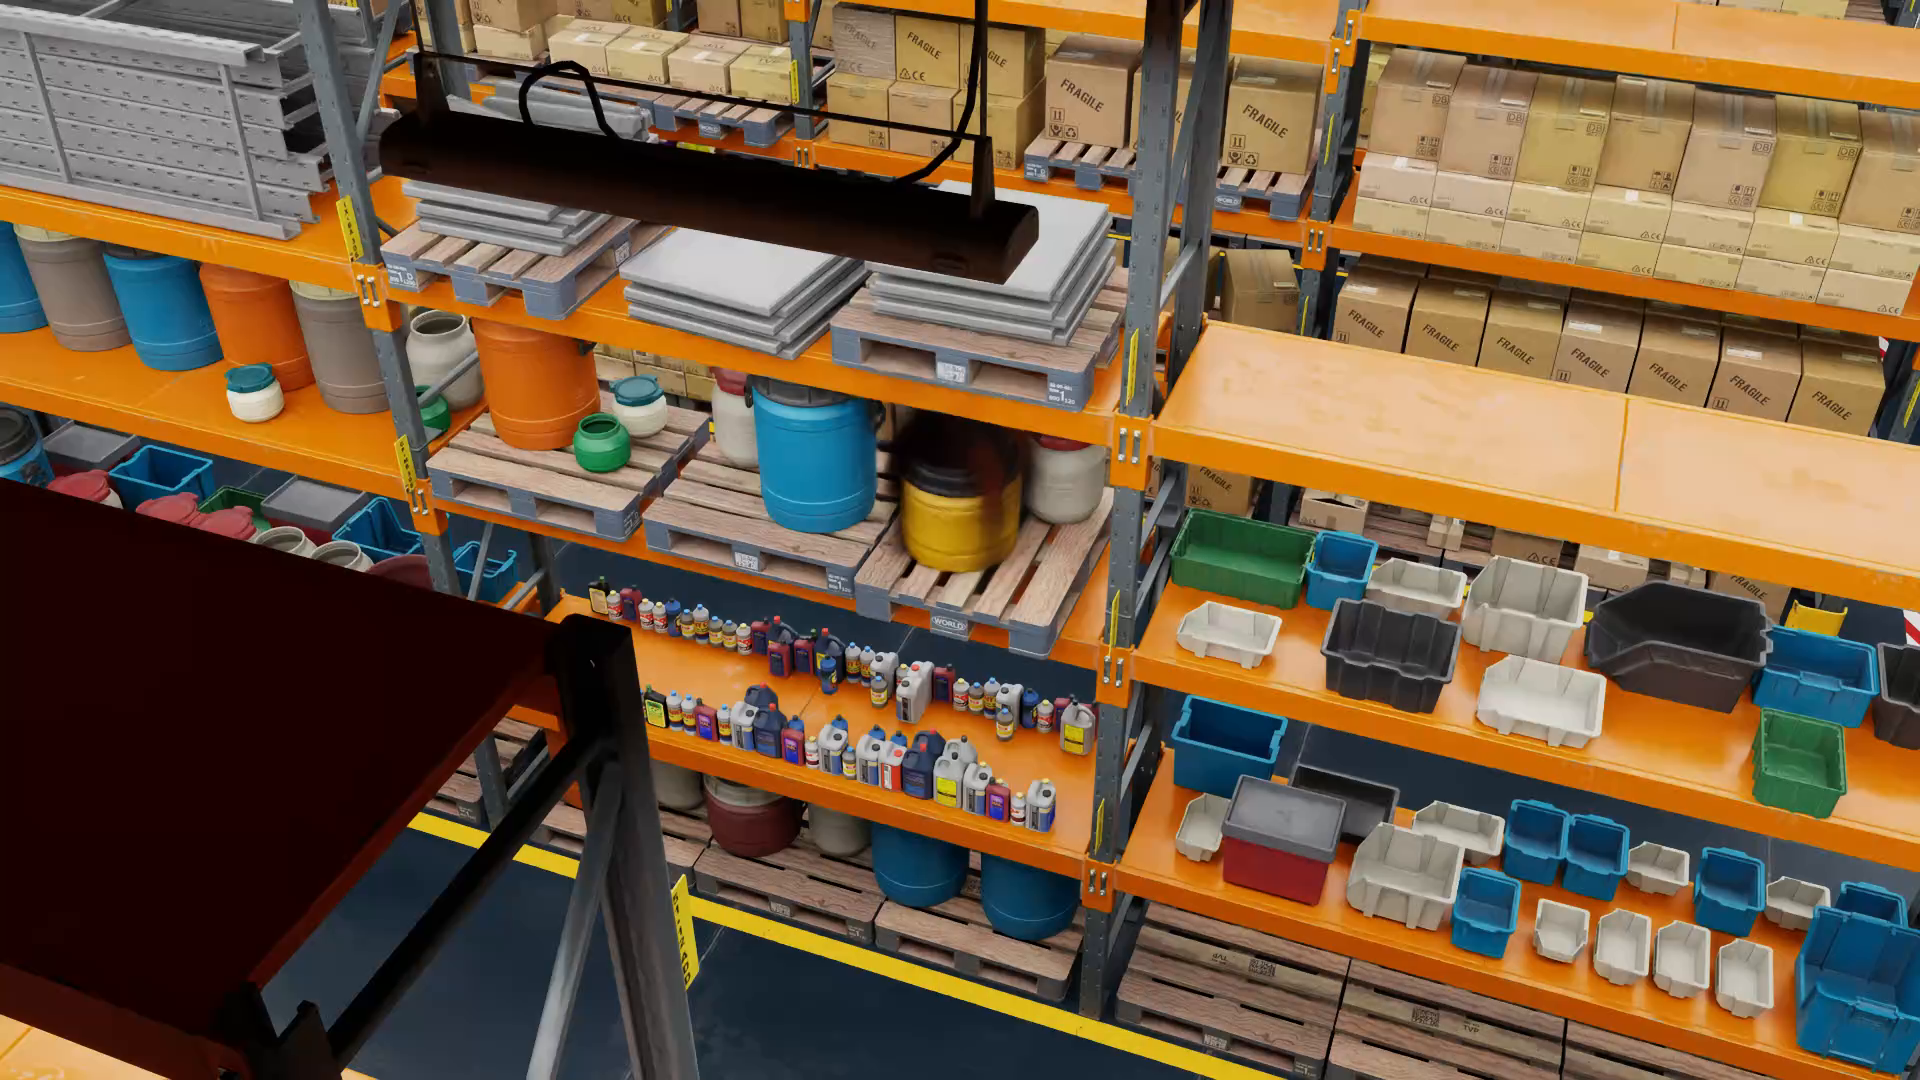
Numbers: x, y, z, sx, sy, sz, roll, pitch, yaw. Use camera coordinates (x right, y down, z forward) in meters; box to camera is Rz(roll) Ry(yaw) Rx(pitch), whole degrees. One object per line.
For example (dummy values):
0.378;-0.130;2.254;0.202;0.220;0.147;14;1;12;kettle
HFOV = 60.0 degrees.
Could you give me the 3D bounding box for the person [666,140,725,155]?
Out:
-2.686;-3.778;17.001;0.566;1.759;0.577;-23;42;-28;person
